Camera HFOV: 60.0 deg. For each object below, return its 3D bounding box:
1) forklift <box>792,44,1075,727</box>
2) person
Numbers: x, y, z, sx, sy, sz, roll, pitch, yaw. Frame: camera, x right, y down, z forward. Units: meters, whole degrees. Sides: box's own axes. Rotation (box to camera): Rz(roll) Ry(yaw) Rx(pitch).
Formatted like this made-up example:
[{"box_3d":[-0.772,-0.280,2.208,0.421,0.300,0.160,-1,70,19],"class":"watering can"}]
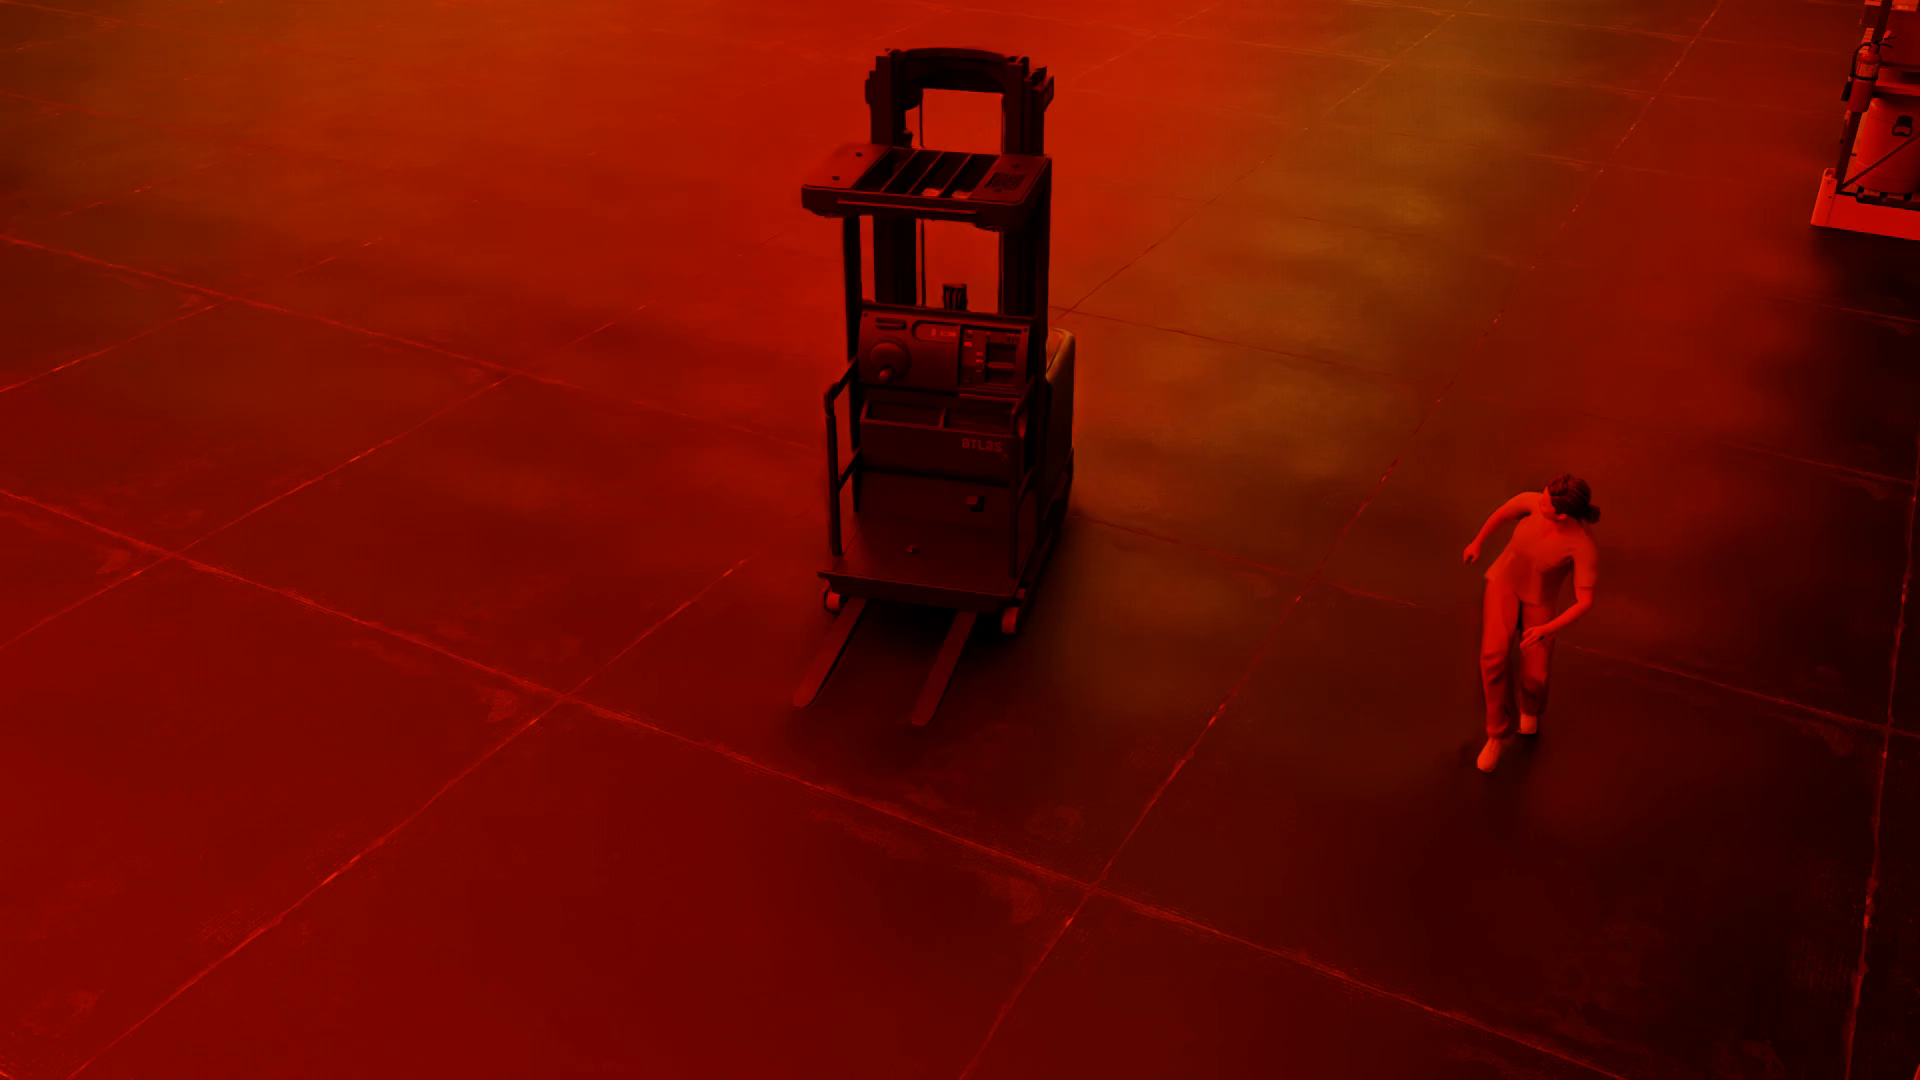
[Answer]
[{"box_3d":[-0.137,-0.955,8.726,1.130,2.935,3.031,7,31,12],"class":"forklift"},{"box_3d":[2.667,0.321,7.983,0.685,1.487,0.740,16,34,25],"class":"person"}]
